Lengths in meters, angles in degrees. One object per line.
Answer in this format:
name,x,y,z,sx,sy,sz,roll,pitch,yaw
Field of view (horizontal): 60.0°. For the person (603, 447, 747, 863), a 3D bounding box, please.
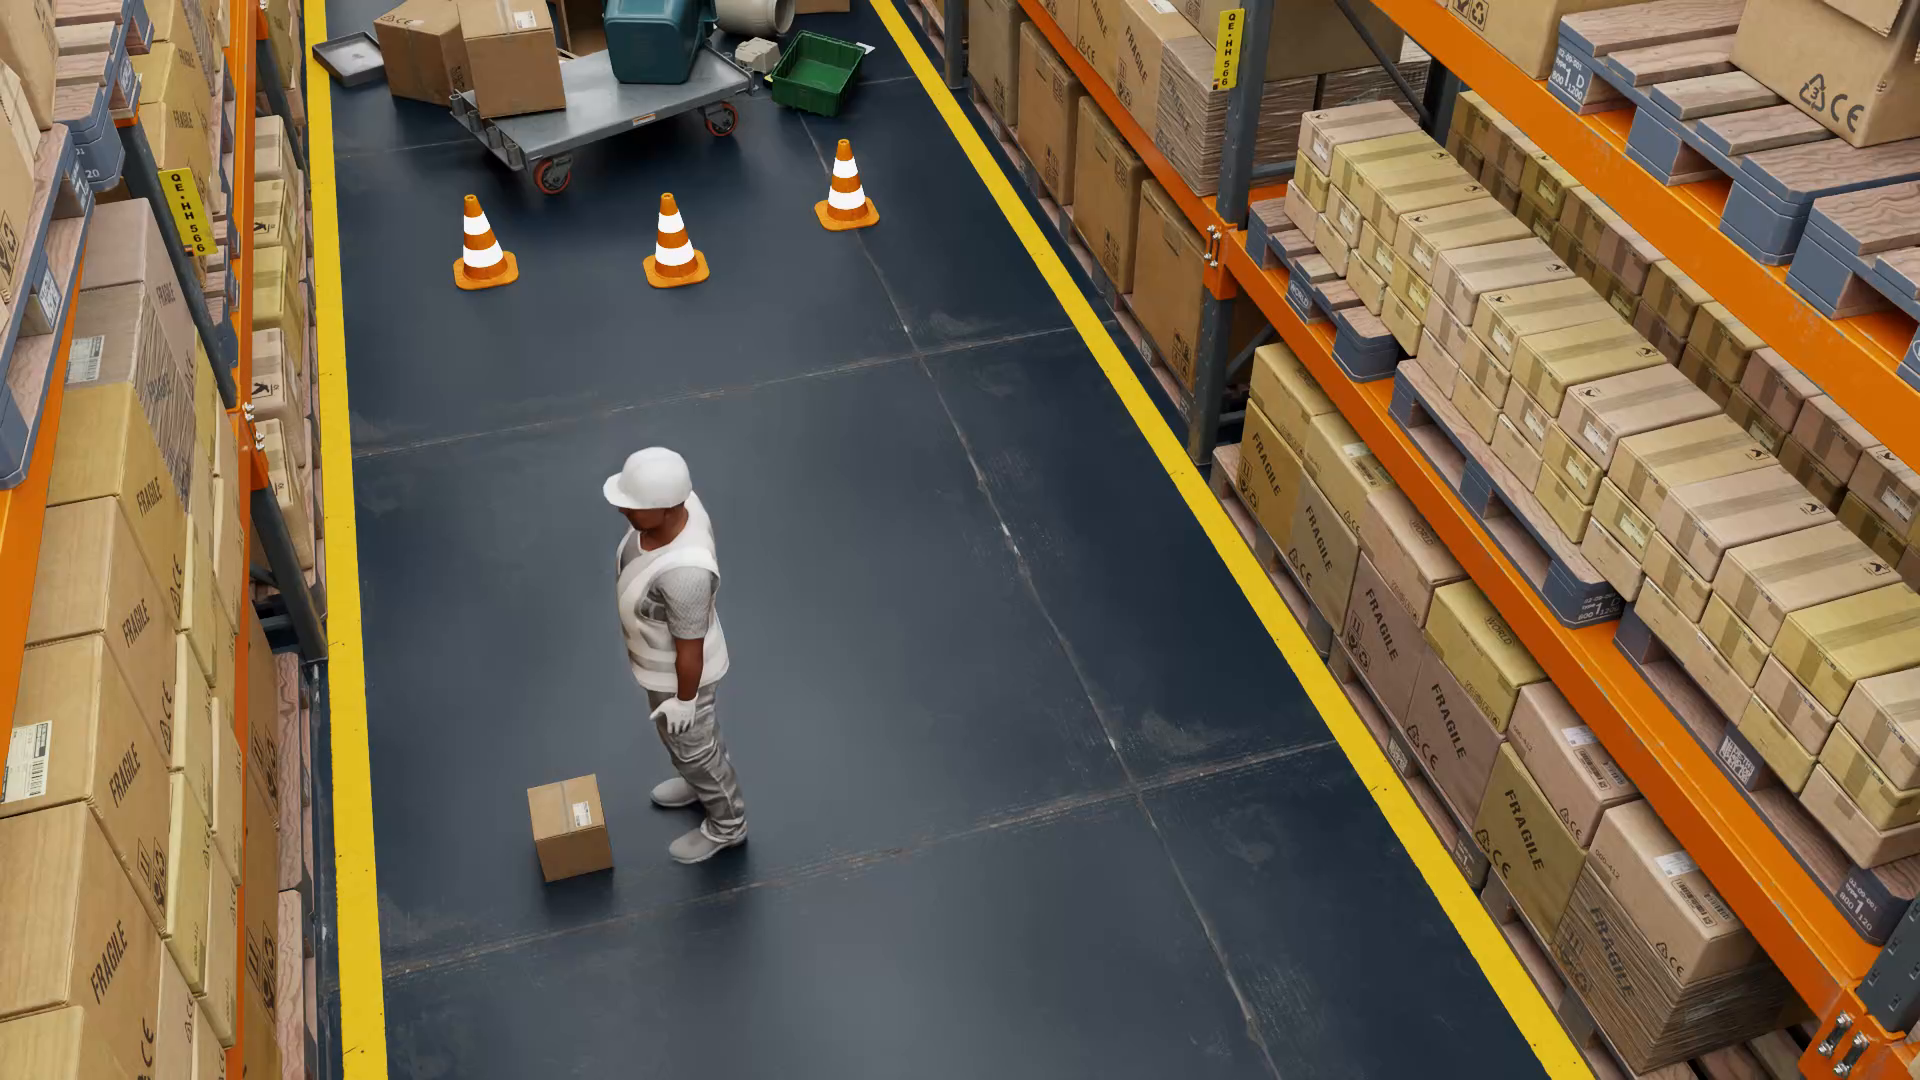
person,-0.968,0.402,5.705,0.361,1.793,0.541,-11,43,-12
